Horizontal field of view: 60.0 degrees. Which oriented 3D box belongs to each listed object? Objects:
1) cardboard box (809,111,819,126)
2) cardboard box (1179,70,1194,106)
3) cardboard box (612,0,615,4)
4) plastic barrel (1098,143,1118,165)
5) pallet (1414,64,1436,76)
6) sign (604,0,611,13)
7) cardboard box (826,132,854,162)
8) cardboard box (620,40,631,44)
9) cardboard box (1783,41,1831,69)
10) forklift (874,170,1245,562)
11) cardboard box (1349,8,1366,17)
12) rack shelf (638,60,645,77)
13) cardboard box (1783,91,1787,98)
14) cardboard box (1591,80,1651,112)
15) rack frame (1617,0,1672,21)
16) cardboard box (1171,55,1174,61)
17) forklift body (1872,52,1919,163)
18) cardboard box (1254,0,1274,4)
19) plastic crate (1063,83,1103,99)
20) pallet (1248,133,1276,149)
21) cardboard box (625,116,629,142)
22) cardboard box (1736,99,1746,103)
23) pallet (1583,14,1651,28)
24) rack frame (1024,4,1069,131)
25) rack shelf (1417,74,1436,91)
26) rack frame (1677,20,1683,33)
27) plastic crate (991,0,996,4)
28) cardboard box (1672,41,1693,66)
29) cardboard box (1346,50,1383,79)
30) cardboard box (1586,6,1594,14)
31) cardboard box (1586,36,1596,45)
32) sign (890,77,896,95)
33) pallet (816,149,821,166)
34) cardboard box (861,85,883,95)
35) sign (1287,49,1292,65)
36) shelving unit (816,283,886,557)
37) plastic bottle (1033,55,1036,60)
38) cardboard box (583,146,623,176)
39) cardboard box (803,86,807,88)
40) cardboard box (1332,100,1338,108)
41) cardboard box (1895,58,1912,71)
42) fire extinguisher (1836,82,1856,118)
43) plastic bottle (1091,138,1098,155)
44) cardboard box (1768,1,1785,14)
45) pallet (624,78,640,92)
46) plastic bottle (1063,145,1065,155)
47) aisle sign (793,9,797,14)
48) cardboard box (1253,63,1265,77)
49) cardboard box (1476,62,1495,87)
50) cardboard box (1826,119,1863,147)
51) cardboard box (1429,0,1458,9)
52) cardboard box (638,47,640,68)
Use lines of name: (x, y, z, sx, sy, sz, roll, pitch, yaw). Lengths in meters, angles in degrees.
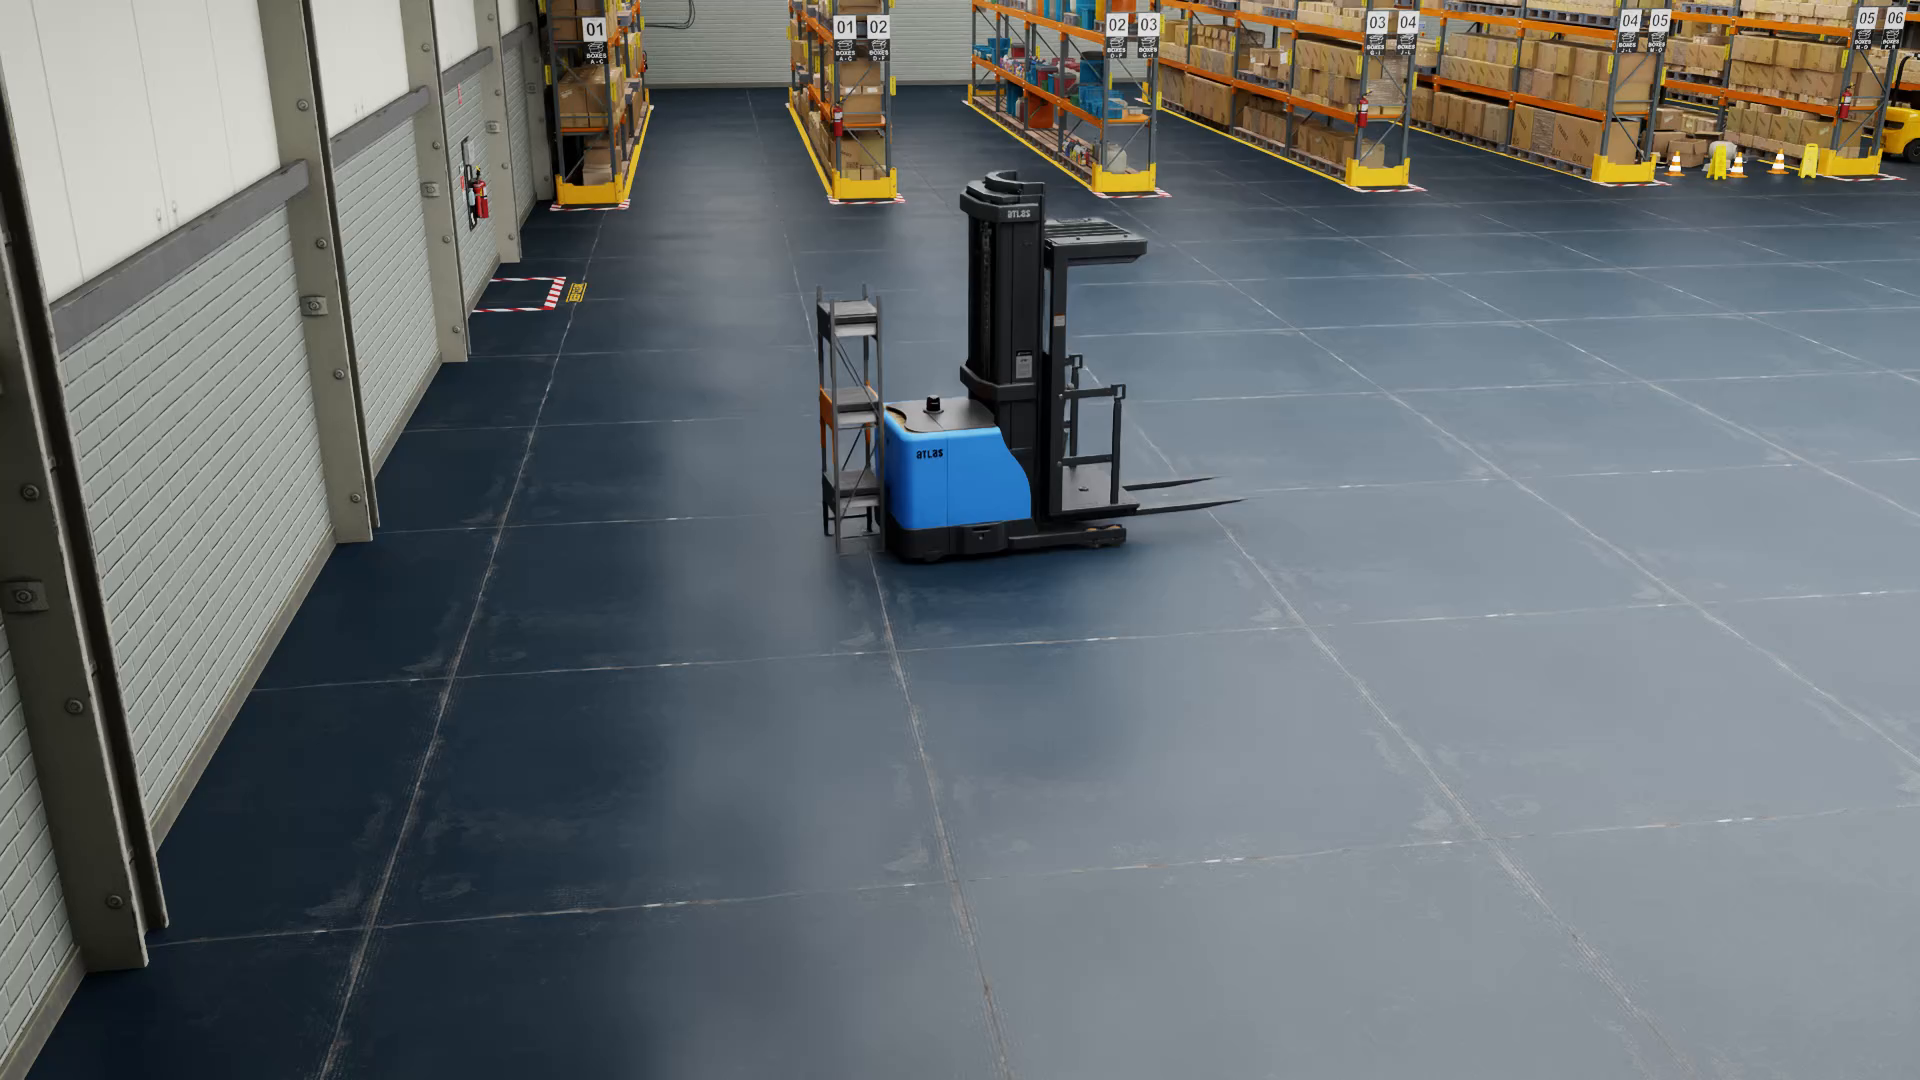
cardboard box: (-3.131, -9.485, 37.352, 0.500, 0.311, 0.500, -2, 21, -6)
cardboard box: (6.295, -11.827, 43.531, 0.875, 0.875, 0.875, -3, 21, -8)
cardboard box: (-6.726, -10.274, 31.050, 0.500, 0.500, 0.500, -4, 21, -10)
plastic barrel: (2.896, -7.417, 32.244, 0.421, 0.512, 0.421, 0, 20, 0)
pallet: (11.602, -11.375, 40.158, 1.213, 0.211, 1.003, -3, 21, -8)
sign: (-6.128, -9.331, 28.875, 0.100, 0.325, 0.005, -3, 21, -8)
cardboard box: (-2.294, -7.516, 31.810, 0.500, 0.500, 0.500, -3, 21, -8)
cardboard box: (-7.706, -11.162, 37.645, 0.500, 0.250, 0.500, -3, 21, -9)
cardboard box: (17.316, -9.906, 33.953, 0.700, 0.500, 0.500, -3, 21, -8)
forklift: (0.859, -1.474, 13.473, 3.031, 2.935, 1.130, -6, 21, -15)
cardboard box: (7.622, -10.026, 31.629, 0.380, 0.149, 0.250, -4, 21, -10)
rack shelf: (-8.683, -11.999, 42.584, 1.077, 0.370, 4.000, -3, 21, -8)
cardboard box: (17.380, -9.269, 34.606, 0.380, 0.149, 0.250, -3, 21, -8)
cardboard box: (12.865, -8.650, 32.374, 0.875, 0.550, 0.550, -3, 21, -8)
rack frame: (12.963, -11.264, 31.013, 1.000, 3.000, 0.127, -3, 21, -8)
cardboard box: (5.794, -12.721, 43.847, 0.380, 0.149, 0.250, -3, 21, -7)
forklift body: (20.679, -9.157, 35.158, 2.313, 2.155, 1.214, -3, 21, -8)
cardboard box: (6.849, -12.169, 36.866, 0.500, 0.500, 0.500, -4, 21, -9)
plastic crate: (2.512, -9.157, 34.034, 0.767, 0.338, 0.504, -3, 21, -8)
pallet: (7.171, -9.010, 37.537, 1.003, 0.211, 1.213, -3, 21, -8)
cardboard box: (-7.662, -9.047, 36.596, 0.700, 0.500, 0.500, -3, 21, -7)
cardboard box: (20.962, -11.808, 44.015, 0.500, 0.500, 0.500, -3, 21, -8)
pallet: (12.846, -10.073, 32.239, 1.003, 0.211, 1.213, -3, 21, -8)
rack frame: (1.986, -10.758, 38.234, 1.000, 3.000, 0.127, -3, 21, -8)
rack shelf: (11.522, -11.579, 41.458, 1.077, 0.370, 4.000, -3, 21, -8)
rack frame: (20.452, -14.529, 48.330, 1.000, 3.000, 0.127, -3, 21, -8)
plastic crate: (1.049, -13.581, 41.806, 0.450, 0.188, 0.662, -3, 21, -8)
cardboard box: (16.759, -11.186, 38.211, 0.500, 0.500, 0.500, -4, 21, -10)
cardboard box: (7.716, -9.071, 31.718, 0.500, 0.500, 0.500, -3, 21, -8)
cardboard box: (12.471, -10.346, 32.459, 0.380, 0.149, 0.250, -3, 21, -7)
cardboard box: (16.147, -12.714, 41.898, 0.500, 0.500, 0.500, -3, 21, -9)
sign: (-1.213, -8.208, 30.056, 0.100, 0.325, 0.005, -3, 21, -8)
pallet: (-2.485, -8.072, 35.026, 1.003, 0.211, 1.213, -3, 21, -8)
cardboard box: (-1.607, -8.237, 30.414, 0.380, 0.149, 0.250, -3, 21, -8)
sign: (6.915, -10.136, 34.913, 0.100, 0.325, 0.005, -3, 21, -8)
shelving unit: (-0.866, -0.954, 13.268, 0.431, 2.100, 0.503, -6, 21, -15)
plastic bottle: (1.866, -11.818, 41.142, 0.144, 0.351, 0.185, -3, 21, -8)
cardboard box: (-6.814, -7.222, 31.709, 0.700, 0.500, 0.500, -4, 21, -11)
cardboard box: (-3.769, -11.582, 43.377, 0.797, 0.503, 0.637, -3, 21, -8)
cardboard box: (7.598, -8.641, 32.923, 0.380, 0.149, 0.250, -3, 21, -8)
cardboard box: (21.776, -10.873, 38.042, 0.500, 0.250, 0.500, -3, 21, -9)
fire extinguisher: (17.407, -8.639, 32.670, 0.296, 0.674, 0.183, -3, 21, -8)
plastic bottle: (2.798, -8.123, 34.334, 0.144, 0.351, 0.185, -3, 21, -8)
cardboard box: (17.206, -11.079, 34.594, 0.500, 0.250, 0.500, -3, 21, -7)
pallet: (-7.610, -9.927, 36.283, 1.213, 0.211, 1.003, -3, 21, -8)
plastic bottle: (2.189, -8.101, 34.489, 0.097, 0.201, 0.097, 0, 20, 0)
aisle sign: (-4.370, -14.506, 44.553, 0.394, 0.787, 0.004, -3, 21, -8)
cardboard box: (6.901, -10.543, 37.270, 0.500, 0.250, 0.500, -4, 21, -9)
cardboard box: (11.901, -10.402, 37.137, 0.500, 0.500, 0.500, -3, 21, -7)
cardboard box: (18.000, -8.299, 33.908, 0.500, 0.500, 0.500, -4, 21, -10)
cardboard box: (11.476, -12.860, 39.431, 0.500, 0.500, 0.500, -3, 21, -8)
cardboard box: (-8.556, -12.226, 41.734, 0.980, 0.700, 0.700, -3, 21, -9)
